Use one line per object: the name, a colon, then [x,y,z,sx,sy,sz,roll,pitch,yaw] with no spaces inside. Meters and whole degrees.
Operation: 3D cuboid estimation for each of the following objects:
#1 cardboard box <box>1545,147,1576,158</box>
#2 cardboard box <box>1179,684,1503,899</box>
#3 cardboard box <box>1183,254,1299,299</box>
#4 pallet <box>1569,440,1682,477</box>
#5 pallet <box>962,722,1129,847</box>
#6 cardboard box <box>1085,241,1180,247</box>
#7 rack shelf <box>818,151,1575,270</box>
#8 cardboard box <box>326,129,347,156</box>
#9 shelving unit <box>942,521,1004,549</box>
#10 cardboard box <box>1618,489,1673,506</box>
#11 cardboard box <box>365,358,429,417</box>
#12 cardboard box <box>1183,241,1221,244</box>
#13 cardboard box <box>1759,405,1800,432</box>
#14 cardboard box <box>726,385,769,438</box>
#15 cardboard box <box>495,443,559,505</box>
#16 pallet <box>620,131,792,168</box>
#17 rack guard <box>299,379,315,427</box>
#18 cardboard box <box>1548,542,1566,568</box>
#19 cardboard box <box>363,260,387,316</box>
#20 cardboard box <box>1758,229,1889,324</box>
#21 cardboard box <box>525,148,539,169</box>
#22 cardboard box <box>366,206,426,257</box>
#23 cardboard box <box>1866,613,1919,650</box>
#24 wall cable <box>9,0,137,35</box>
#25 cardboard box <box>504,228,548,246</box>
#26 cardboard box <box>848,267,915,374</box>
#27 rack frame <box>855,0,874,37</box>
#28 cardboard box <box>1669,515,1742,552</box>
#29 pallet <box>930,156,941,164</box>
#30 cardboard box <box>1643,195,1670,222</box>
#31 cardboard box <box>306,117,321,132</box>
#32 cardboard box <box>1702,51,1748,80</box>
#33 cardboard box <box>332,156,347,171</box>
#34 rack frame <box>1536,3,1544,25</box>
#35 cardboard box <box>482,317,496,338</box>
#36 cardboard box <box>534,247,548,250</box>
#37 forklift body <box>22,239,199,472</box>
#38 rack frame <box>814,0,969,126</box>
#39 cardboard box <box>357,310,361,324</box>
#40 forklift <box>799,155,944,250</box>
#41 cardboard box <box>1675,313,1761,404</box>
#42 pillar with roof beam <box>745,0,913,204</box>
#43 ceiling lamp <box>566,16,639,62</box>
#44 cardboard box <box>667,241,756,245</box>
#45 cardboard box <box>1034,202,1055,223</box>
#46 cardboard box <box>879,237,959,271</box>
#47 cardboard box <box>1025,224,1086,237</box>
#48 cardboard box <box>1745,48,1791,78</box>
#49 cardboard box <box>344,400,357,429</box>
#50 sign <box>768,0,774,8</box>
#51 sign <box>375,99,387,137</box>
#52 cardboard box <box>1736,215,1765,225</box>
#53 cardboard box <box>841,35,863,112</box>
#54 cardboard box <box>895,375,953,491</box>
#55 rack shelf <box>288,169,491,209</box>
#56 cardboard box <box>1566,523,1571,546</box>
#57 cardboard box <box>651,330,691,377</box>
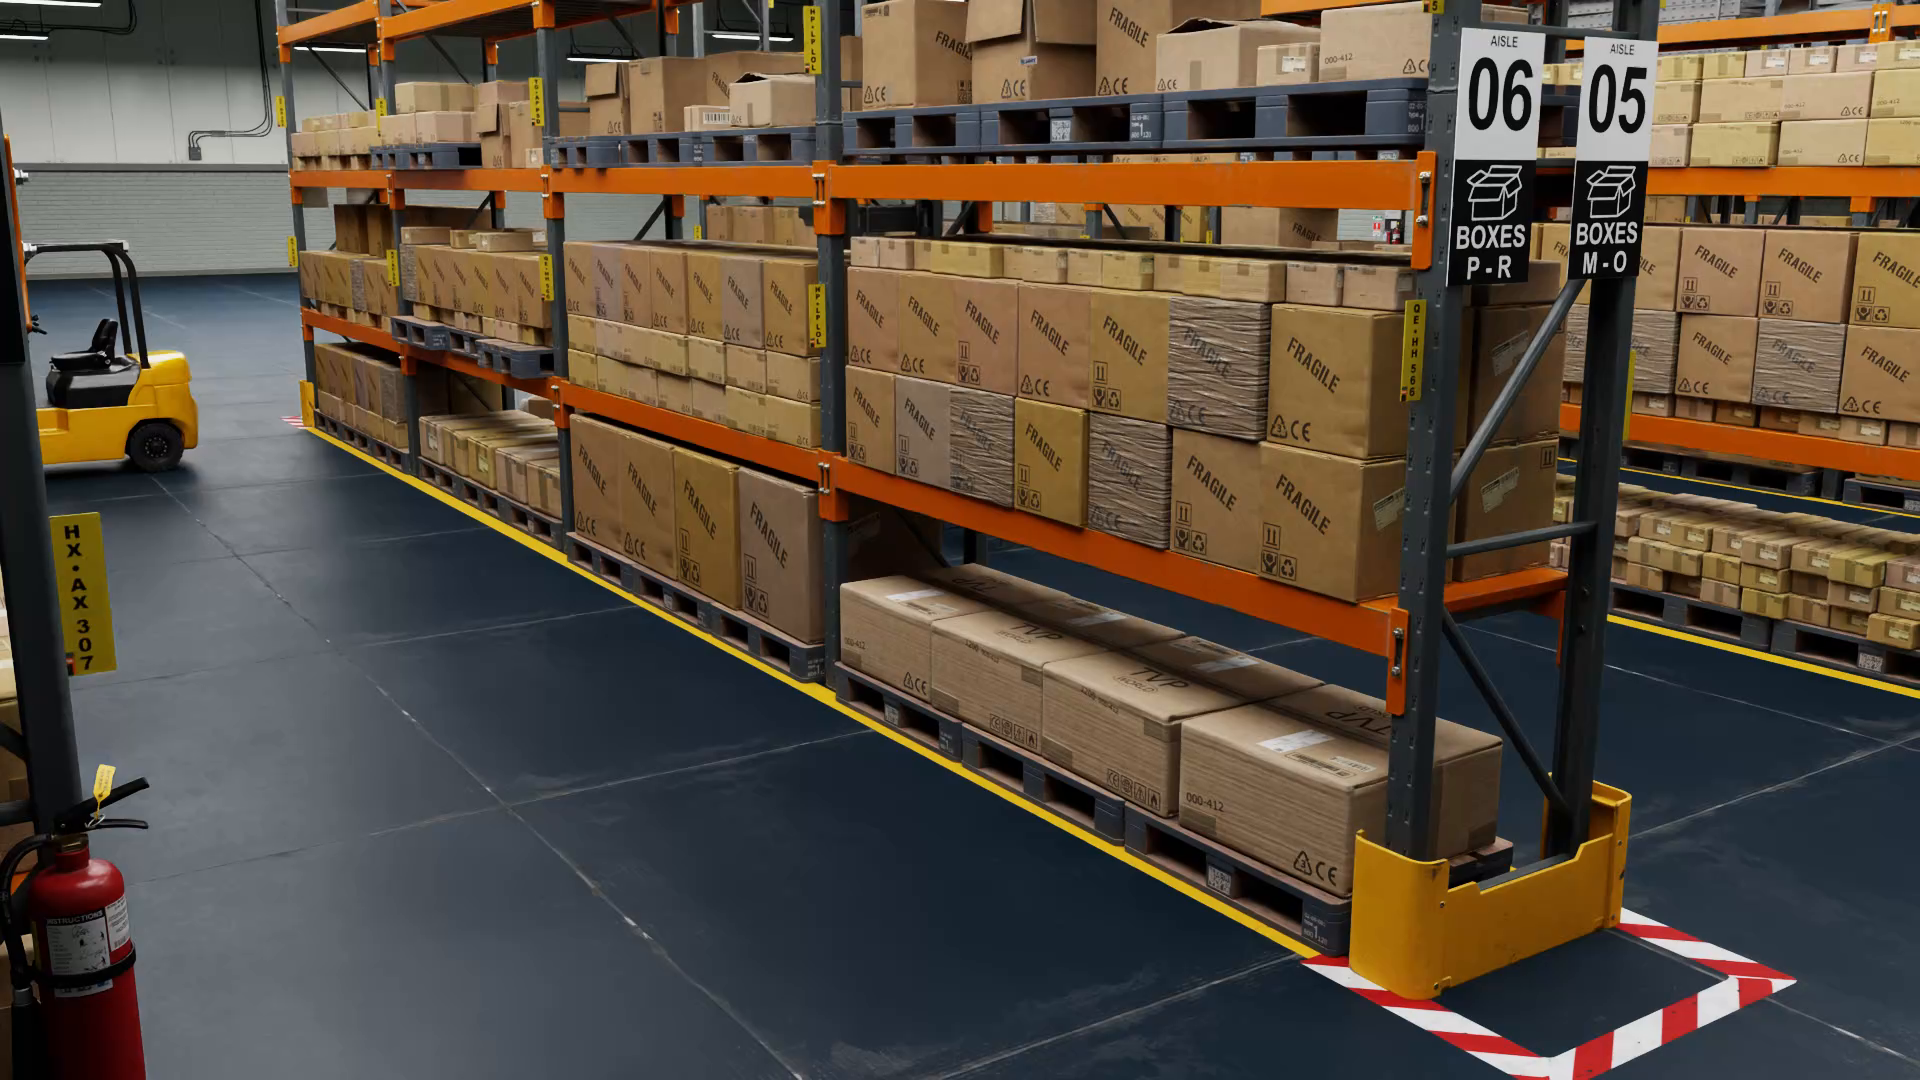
cardboard box: [4.096,-2.497,10.590,0.500,0.250,0.500,-8,15,-34]
cardboard box: [1.477,0.949,6.513,0.875,0.438,0.875,-9,15,-35]
cardboard box: [1.081,-1.014,6.383,0.380,0.149,0.250,-8,15,-31]
pallet: [6.789,-0.859,16.296,1.003,0.211,1.213,-8,15,-33]
pallet: [0.746,1.021,7.699,1.003,0.211,1.213,-8,15,-33]
cardboard box: [0.801,-1.305,7.716,0.380,0.149,0.250,-8,15,-34]
rack shelf: [0.818,-1.461,7.185,1.077,0.370,4.000,-8,15,-33]
cardboard box: [-6.037,-3.980,16.676,0.500,0.250,0.500,-8,15,-32]
shelving unit: [0.092,-0.557,12.599,0.258,1.200,0.503,-8,15,-33]
cardboard box: [4.586,-0.238,11.226,0.380,0.149,0.250,-8,14,-31]
cardboard box: [-5.557,-1.518,16.478,0.500,0.500,0.500,-8,15,-32]
cardboard box: [3.329,-3.580,21.282,0.875,0.500,0.500,-8,15,-33]
cardboard box: [4.934,-0.737,9.797,0.380,0.149,0.250,-9,15,-35]
cardboard box: [-1.030,-0.770,9.714,0.500,0.250,0.500,-8,15,-34]
cardboard box: [-3.227,-0.568,13.604,0.950,0.372,0.625,-8,15,-34]
pallet: [-1.484,-2.481,10.605,1.003,0.211,1.213,-7,14,-30]
rack guard: [-6.897,-1.602,19.019,1.175,0.500,0.348,-8,15,-33]
cardboard box: [4.037,0.069,11.215,0.380,0.149,0.250,-8,15,-33]
cardboard box: [-5.467,-2.460,16.160,0.500,0.500,0.500,-8,14,-31]
cardboard box: [4.954,-1.511,9.481,0.500,0.500,0.500,-7,14,-30]
cardboard box: [-3.000,-2.831,12.354,0.380,0.149,0.250,-8,15,-33]
cardboard box: [-5.671,-3.180,17.112,0.700,0.500,0.500,-8,15,-33]
cardboard box: [5.299,0.489,9.292,0.380,0.149,0.250,-8,14,-31]
wall cable: [-23.758,-14.824,44.384,3.097,2.526,0.112,-8,15,-33]
cardboard box: [-3.715,-2.620,14.387,0.380,0.149,0.250,-9,15,-35]
cardboard box: [-0.228,-1.127,8.419,0.500,0.500,0.500,-8,15,-32]
rack frame: [-0.658,-5.660,17.681,1.000,3.000,0.127,-8,15,-33]
cardboard box: [4.637,-0.043,10.335,0.380,0.149,0.250,-8,15,-32]
pallet: [-0.109,-3.944,17.303,0.805,0.209,1.217,-9,15,-35]
cardboard box: [11.244,-5.321,26.902,0.700,0.500,0.500,-8,15,-33]
cardboard box: [-6.595,-4.334,17.358,0.380,0.149,0.250,-8,15,-33]
cardboard box: [4.578,-2.773,9.747,0.380,0.149,0.250,-9,15,-34]
cardboard box: [-6.126,-3.811,16.834,0.380,0.149,0.250,-9,15,-34]
rack frame: [5.743,-5.518,17.031,1.000,3.000,0.127,-8,15,-33]
cardboard box: [-3.567,-1.699,13.214,0.380,0.149,0.250,-8,15,-32]
cardboard box: [-3.428,-2.196,13.971,0.500,0.500,0.500,-9,15,-35]
forklift body: [-8.500,-1.713,15.660,2.313,2.155,1.214,-8,15,-33]
rack frame: [-0.290,-3.634,8.414,1.000,3.000,0.127,-8,15,-33]
cardboard box: [-5.837,-2.253,16.733,0.380,0.149,0.250,-8,15,-34]
forklift: [-0.778,-1.913,14.751,1.130,2.935,3.031,-4,13,-20]
cardboard box: [4.690,-1.110,9.987,0.500,0.500,0.500,-7,14,-30]
pillar with roof beam: [-5.416,-13.503,53.547,9.100,9.000,0.548,-8,15,-33]
ceiling lamp: [-9.931,-14.721,45.453,2.000,3.185,0.800,-8,15,-33]
cardboard box: [-1.711,-1.800,11.499,0.500,0.500,0.500,-8,15,-32]
cardboard box: [1.389,-4.563,23.434,0.500,0.500,0.500,-8,15,-33]
cardboard box: [-0.176,-1.427,8.271,0.380,0.149,0.250,-8,15,-32]
cardboard box: [1.036,-2.726,15.733,0.700,0.500,0.500,-8,15,-34]
cardboard box: [4.728,-2.727,9.537,0.380,0.149,0.250,-9,15,-34]
cardboard box: [-6.133,-1.336,17.401,0.500,0.250,0.500,-7,14,-29]
sign: [-2.415,-6.928,21.108,0.100,0.325,0.005,-8,15,-33]
sign: [-5.170,-3.778,14.885,0.100,0.325,0.005,-8,15,-33]
cardboard box: [14.538,-5.679,30.359,0.500,0.500,0.500,-8,14,-31]
cardboard box: [-0.537,-2.613,9.552,0.500,0.500,0.500,-8,15,-34]
cardboard box: [0.027,-0.547,8.109,0.500,0.500,0.500,-8,15,-32]
rack shelf: [-5.831,-3.595,16.944,1.077,0.370,4.000,-8,15,-33]
cardboard box: [4.236,-0.040,11.019,0.380,0.149,0.250,-9,15,-36]
cardboard box: [-1.610,-1.192,10.472,0.500,0.250,0.500,-8,15,-32]
